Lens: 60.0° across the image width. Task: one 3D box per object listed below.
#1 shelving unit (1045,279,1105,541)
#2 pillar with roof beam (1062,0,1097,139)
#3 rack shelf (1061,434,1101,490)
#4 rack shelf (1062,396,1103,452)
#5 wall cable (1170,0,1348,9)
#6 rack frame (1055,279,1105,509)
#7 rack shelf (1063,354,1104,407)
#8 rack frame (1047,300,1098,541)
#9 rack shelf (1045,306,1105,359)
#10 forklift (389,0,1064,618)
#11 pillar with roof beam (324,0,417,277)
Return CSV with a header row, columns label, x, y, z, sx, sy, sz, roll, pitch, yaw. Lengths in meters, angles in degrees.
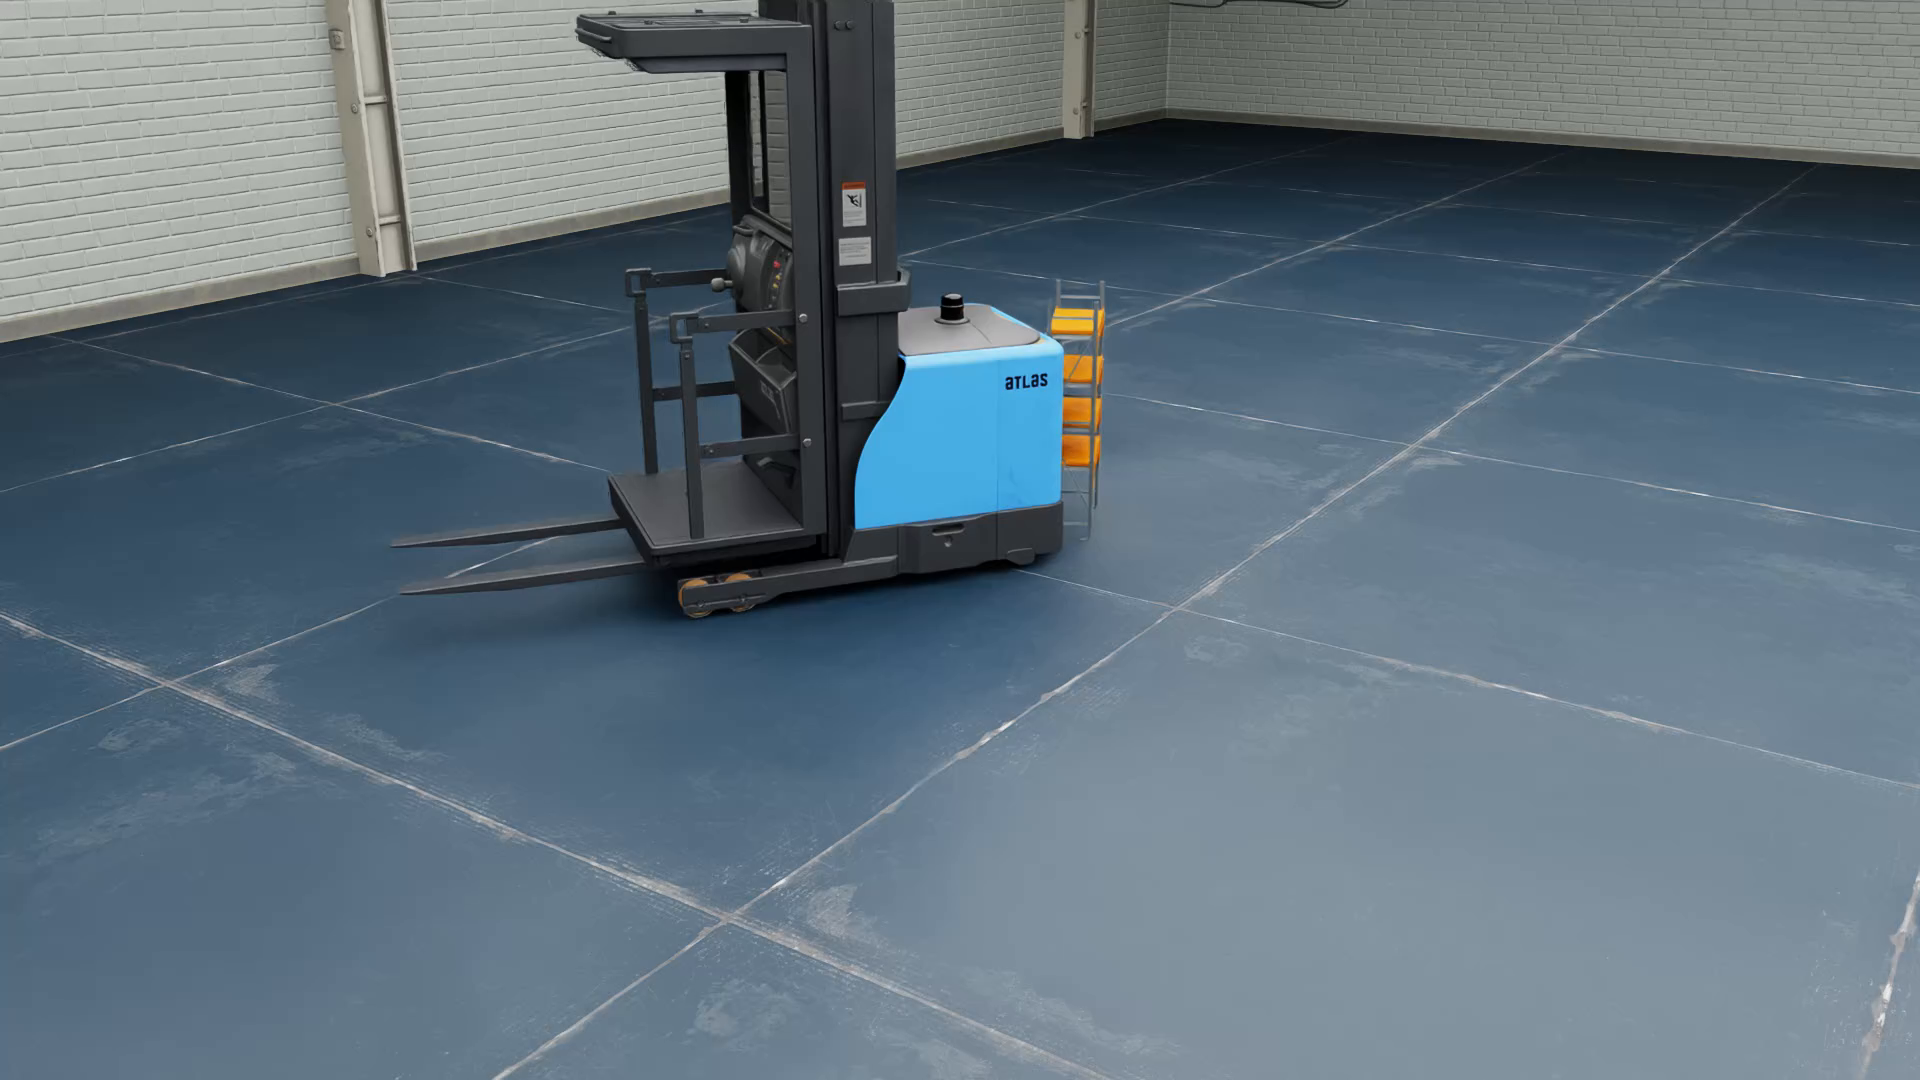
label,x,y,z,sx,sy,sz,roll,pitch,yaw
shelving unit,0.568,-0.652,8.297,0.258,1.200,0.503,3,20,8
pillar with roof beam,5.259,-9.195,20.153,9.100,9.000,0.400,13,24,32
rack shelf,0.568,-0.402,8.389,0.258,0.148,0.480,3,20,8
rack shelf,0.568,-0.588,8.320,0.258,0.148,0.480,3,20,8
wall cable,4.448,-9.166,24.550,3.097,2.526,0.112,13,24,32
rack frame,0.602,-0.735,8.523,0.240,1.200,0.015,3,20,8
rack shelf,0.568,-0.798,8.243,0.258,0.148,0.480,3,20,8
rack frame,0.534,-0.568,8.070,0.240,1.200,0.015,3,20,8
rack shelf,0.568,-1.020,8.161,0.258,0.148,0.480,3,20,8
forklift,-1.078,-1.238,7.388,3.031,2.935,1.130,-8,22,-20
pillar with roof beam,-1.487,-5.752,10.845,9.100,9.000,0.400,13,24,32
